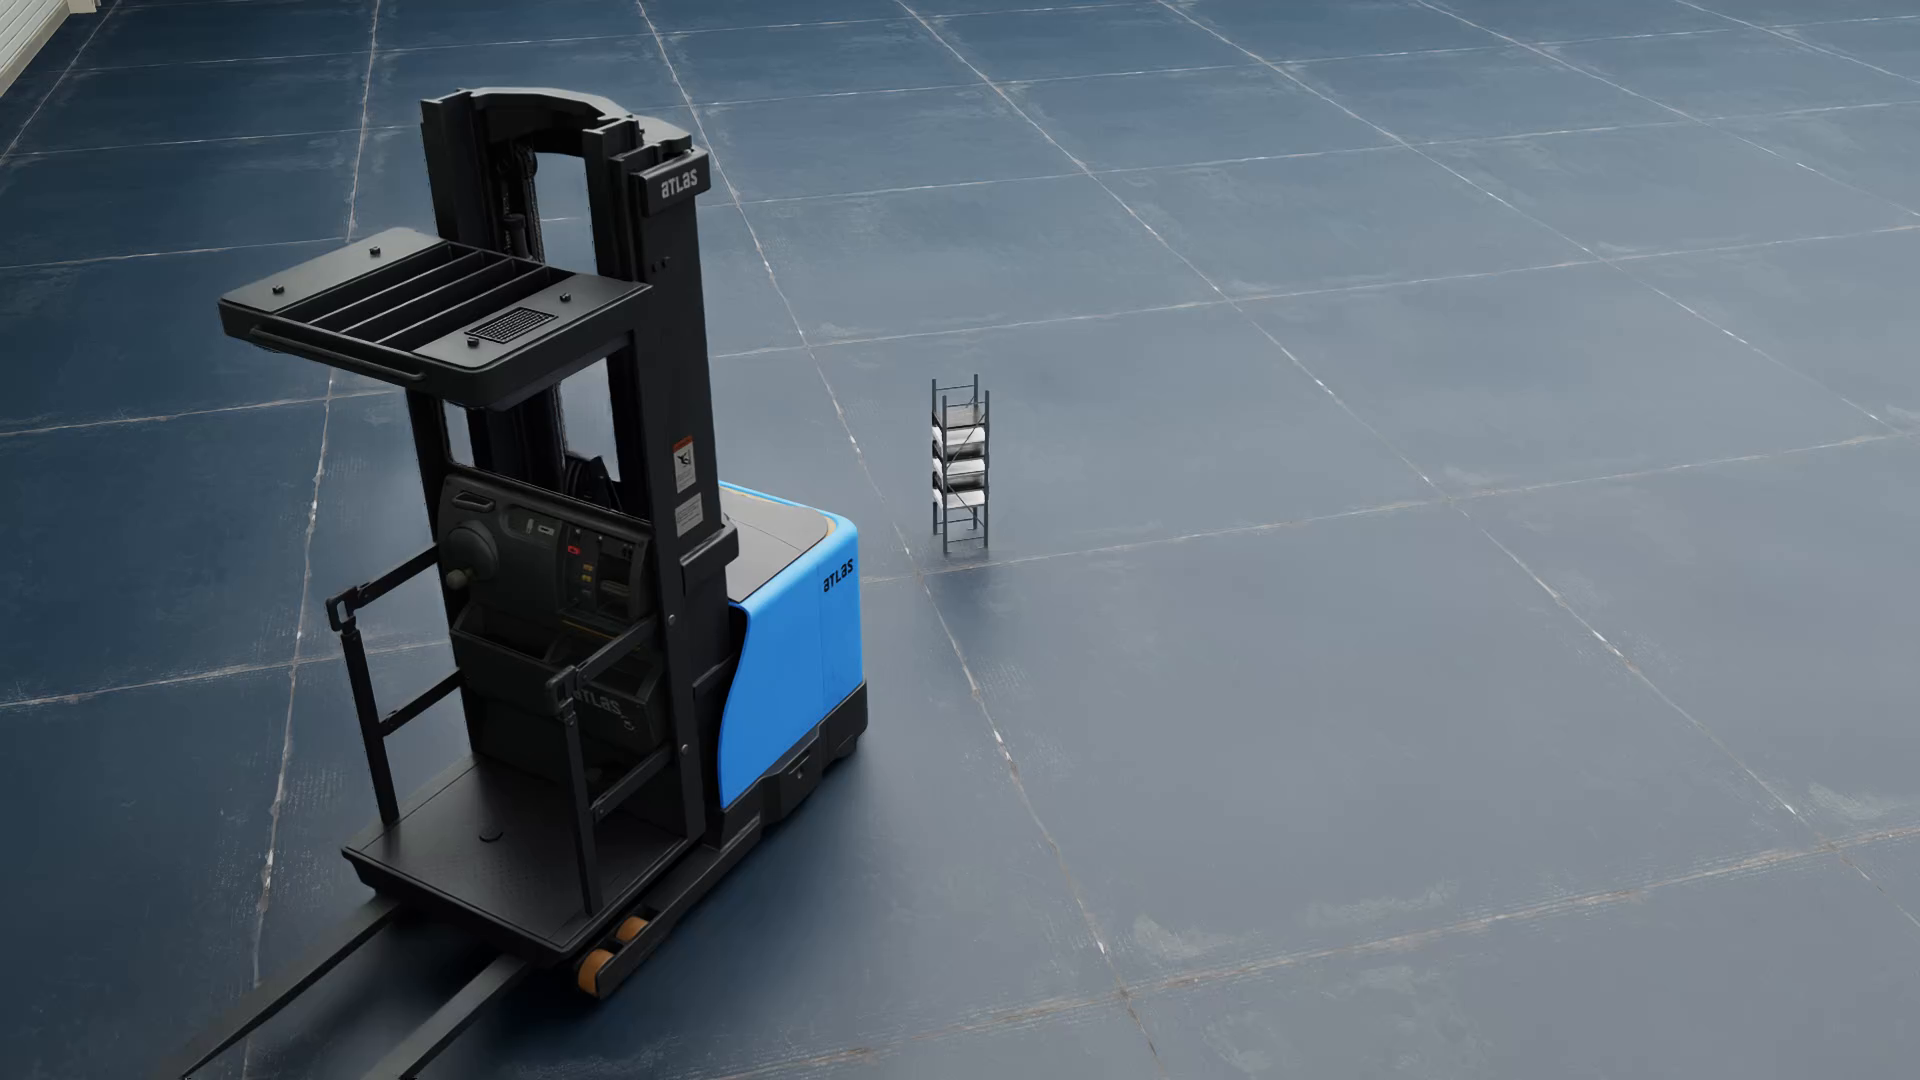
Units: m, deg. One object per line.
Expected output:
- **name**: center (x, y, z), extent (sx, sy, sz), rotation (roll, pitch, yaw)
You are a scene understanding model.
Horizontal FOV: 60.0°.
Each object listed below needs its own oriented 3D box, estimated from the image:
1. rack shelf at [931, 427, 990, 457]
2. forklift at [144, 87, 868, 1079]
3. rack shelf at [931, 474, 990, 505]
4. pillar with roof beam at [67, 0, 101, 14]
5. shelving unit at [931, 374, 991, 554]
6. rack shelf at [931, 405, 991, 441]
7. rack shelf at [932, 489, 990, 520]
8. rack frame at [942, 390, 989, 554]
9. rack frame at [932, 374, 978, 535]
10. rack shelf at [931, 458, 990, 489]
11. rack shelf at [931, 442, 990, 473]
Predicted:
- **rack shelf**: center (0.002, -0.512, 8.444), extent (0.258, 0.077, 0.200), rotation (-8, 31, -13)
- **forklift**: center (-1.571, 0.098, 5.656), extent (1.130, 2.935, 3.031), rotation (16, 34, 26)
- **rack shelf**: center (0.002, -0.279, 8.580), extent (0.258, 0.077, 0.200), rotation (-8, 31, -13)
- **pillar with roof beam**: center (-6.126, -10.695, 18.245), extent (9.100, 9.000, 0.400), rotation (-8, 31, -13)
- **shelving unit**: center (0.002, -0.386, 8.518), extent (0.258, 0.900, 0.210), rotation (-8, 31, -13)
- **rack shelf**: center (0.002, -0.590, 8.399), extent (0.258, 0.077, 0.200), rotation (-8, 31, -13)
- **rack shelf**: center (0.002, -0.201, 8.625), extent (0.258, 0.077, 0.200), rotation (-8, 31, -13)
- **rack frame**: center (0.029, -0.336, 8.433), extent (0.240, 0.900, 0.006), rotation (-8, 31, -13)
- **rack frame**: center (-0.025, -0.435, 8.603), extent (0.240, 0.900, 0.006), rotation (-8, 31, -13)
- **rack shelf**: center (0.002, -0.357, 8.534), extent (0.258, 0.077, 0.200), rotation (-8, 31, -13)
- **rack shelf**: center (0.002, -0.435, 8.489), extent (0.258, 0.077, 0.200), rotation (-8, 31, -13)
